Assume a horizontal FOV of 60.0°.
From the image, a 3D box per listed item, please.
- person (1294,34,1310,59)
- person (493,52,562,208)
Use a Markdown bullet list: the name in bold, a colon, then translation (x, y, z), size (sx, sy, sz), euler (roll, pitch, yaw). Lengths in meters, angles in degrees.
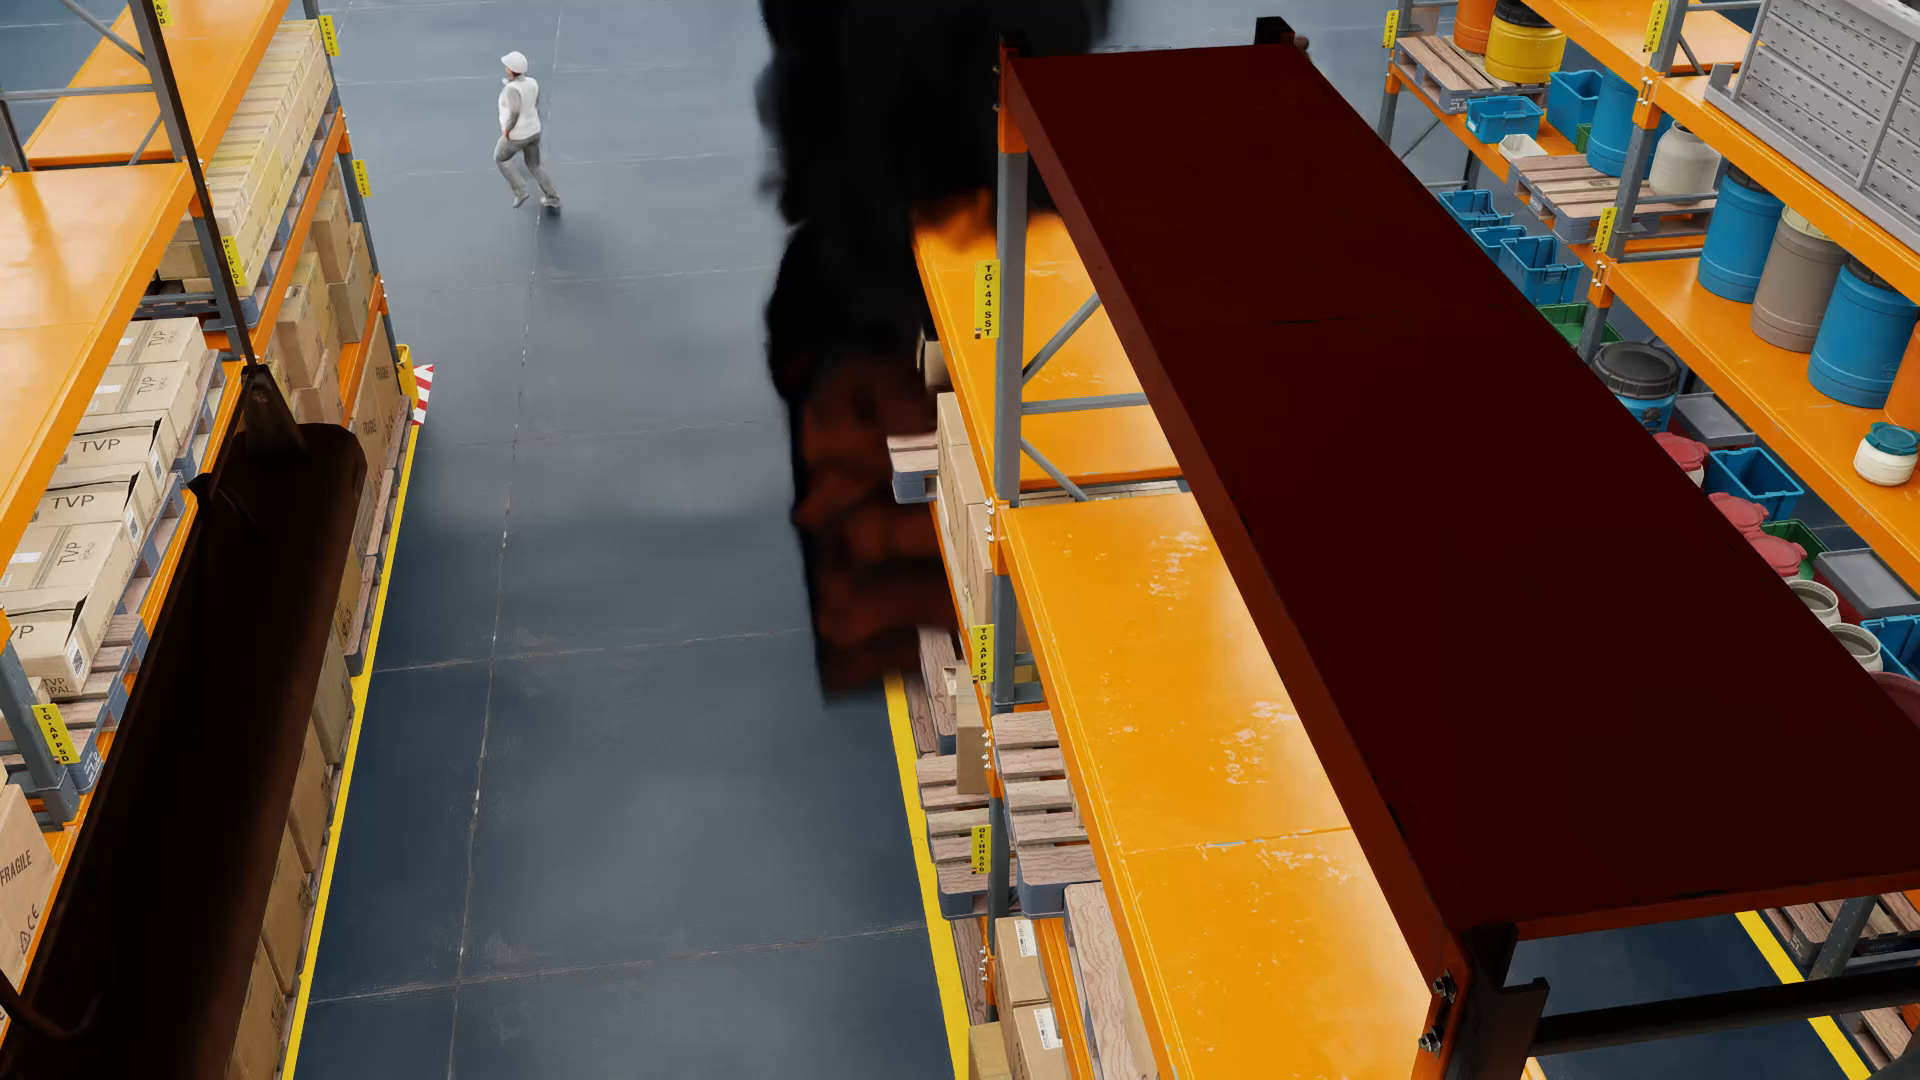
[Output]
- **person**: translation (3.736, -4.895, 18.745), size (0.641, 1.619, 0.581), euler (9, 37, 12)
- **person**: translation (-4.746, -4.389, 17.976), size (0.726, 1.789, 0.662), euler (19, 40, 24)
